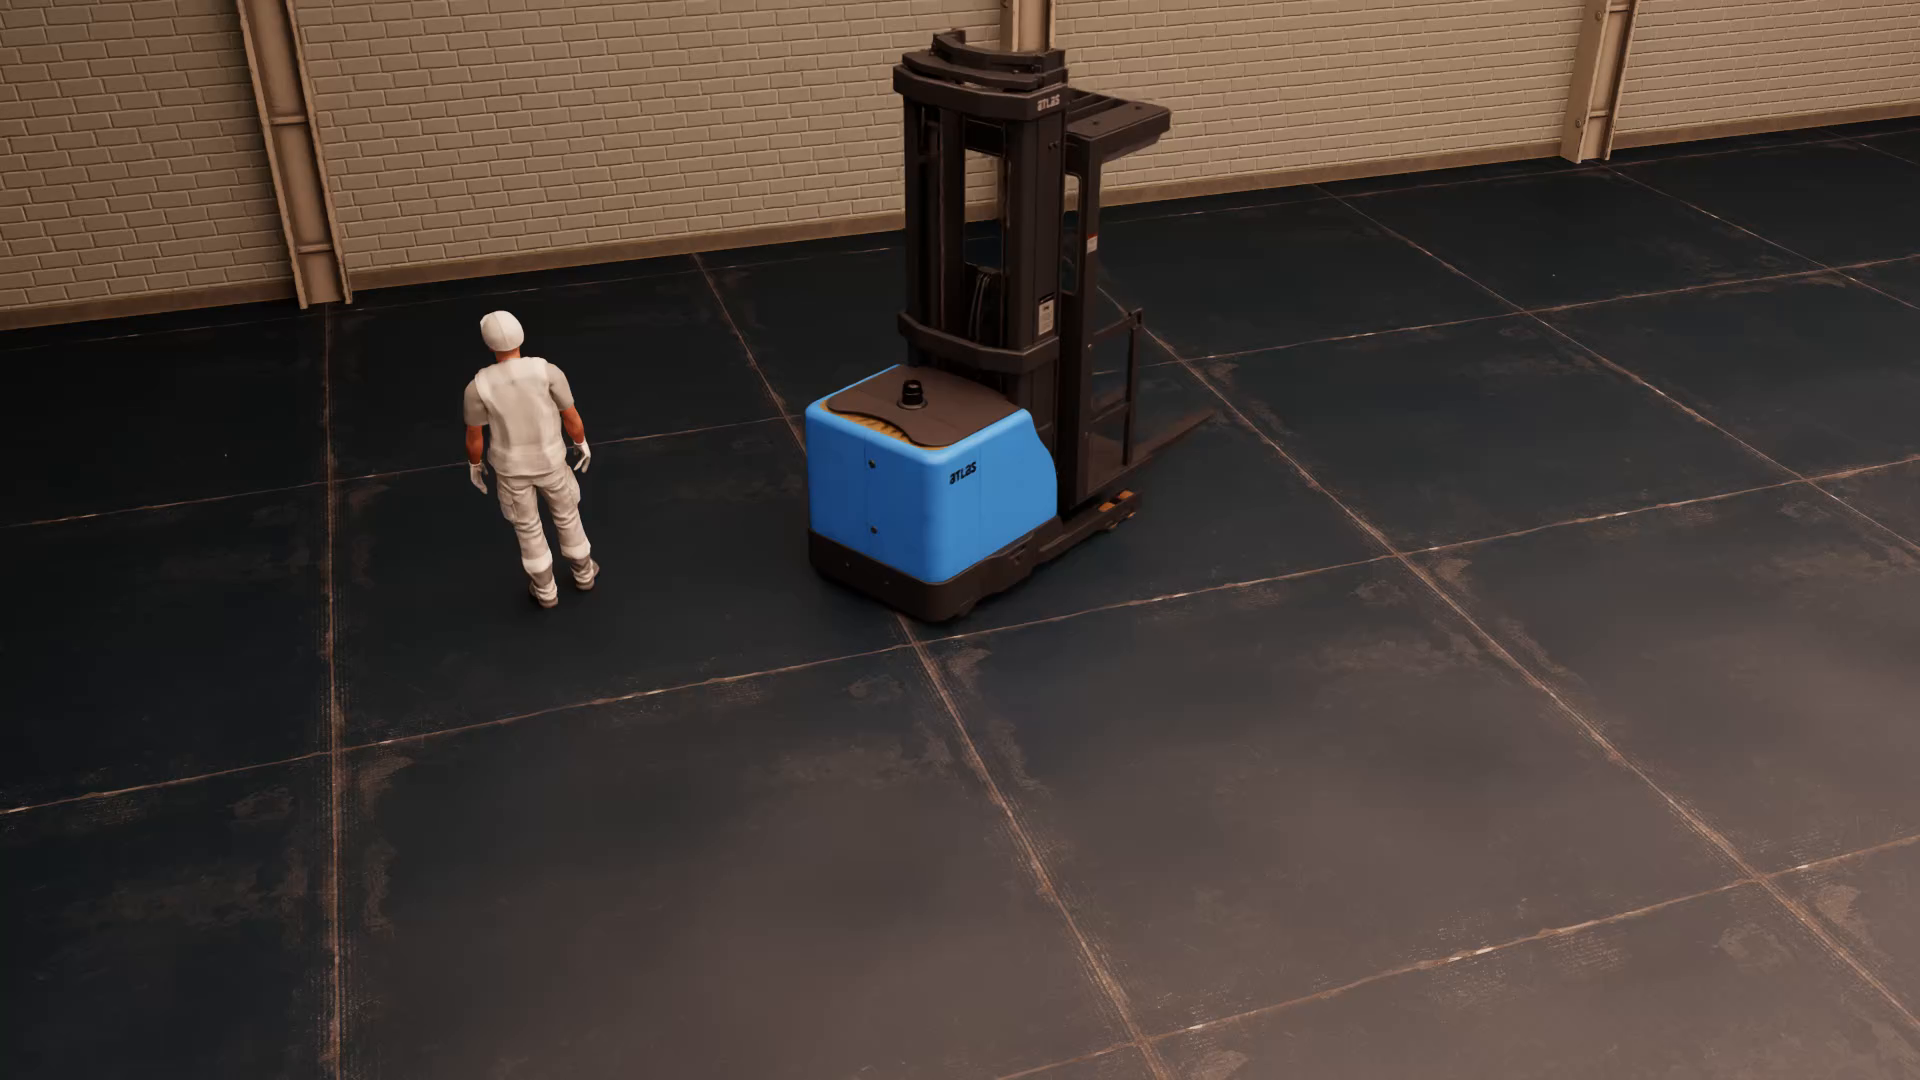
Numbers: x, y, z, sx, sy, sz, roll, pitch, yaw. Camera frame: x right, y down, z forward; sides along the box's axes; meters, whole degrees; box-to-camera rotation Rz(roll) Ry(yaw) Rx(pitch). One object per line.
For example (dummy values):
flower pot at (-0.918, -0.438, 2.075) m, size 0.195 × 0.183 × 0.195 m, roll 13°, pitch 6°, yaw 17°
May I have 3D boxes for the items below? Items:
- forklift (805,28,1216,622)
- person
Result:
forklift at (0.470, -1.481, 9.661) m, size 1.130 × 2.935 × 3.031 m, roll 23°, pitch 37°, yaw 34°
person at (-2.335, -0.458, 9.014) m, size 0.640 × 1.788 × 0.565 m, roll -9°, pitch 31°, yaw -15°
